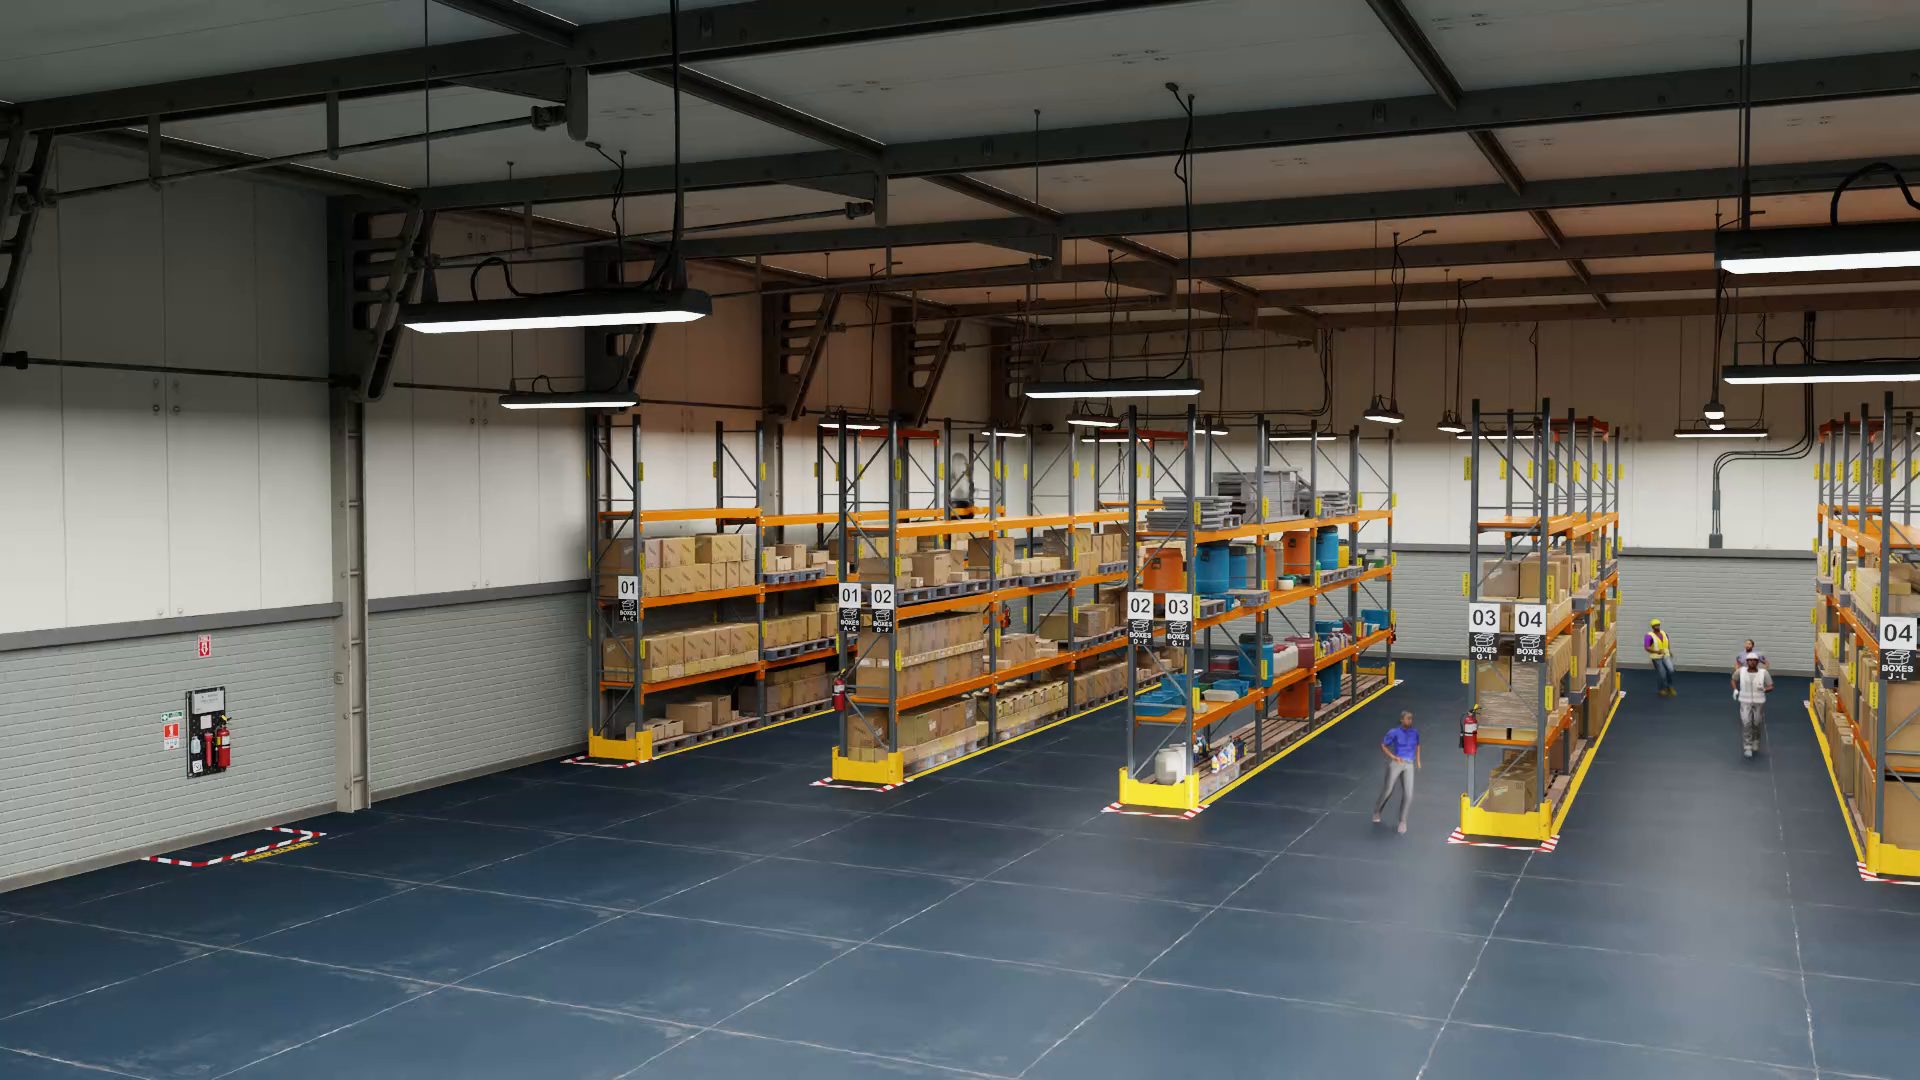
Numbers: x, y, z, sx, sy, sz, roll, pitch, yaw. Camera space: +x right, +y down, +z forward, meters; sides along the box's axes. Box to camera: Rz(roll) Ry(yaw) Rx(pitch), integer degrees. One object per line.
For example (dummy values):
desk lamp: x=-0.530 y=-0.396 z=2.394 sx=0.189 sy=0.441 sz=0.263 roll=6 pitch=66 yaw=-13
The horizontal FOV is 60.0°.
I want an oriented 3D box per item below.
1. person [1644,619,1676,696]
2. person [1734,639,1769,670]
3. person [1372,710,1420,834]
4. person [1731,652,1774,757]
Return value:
person: x=15.533 y=2.608 z=36.880 sx=0.717 sy=1.697 sz=0.663 roll=0 pitch=2 yaw=-3
person: x=16.054 y=2.857 z=33.766 sx=0.601 sy=1.549 sz=0.629 roll=2 pitch=3 yaw=34
person: x=6.191 y=3.236 z=23.338 sx=0.665 sy=1.666 sz=0.796 roll=0 pitch=2 yaw=-5
person: x=13.966 y=2.875 z=29.314 sx=0.674 sy=1.786 sz=0.901 roll=1 pitch=3 yaw=23
